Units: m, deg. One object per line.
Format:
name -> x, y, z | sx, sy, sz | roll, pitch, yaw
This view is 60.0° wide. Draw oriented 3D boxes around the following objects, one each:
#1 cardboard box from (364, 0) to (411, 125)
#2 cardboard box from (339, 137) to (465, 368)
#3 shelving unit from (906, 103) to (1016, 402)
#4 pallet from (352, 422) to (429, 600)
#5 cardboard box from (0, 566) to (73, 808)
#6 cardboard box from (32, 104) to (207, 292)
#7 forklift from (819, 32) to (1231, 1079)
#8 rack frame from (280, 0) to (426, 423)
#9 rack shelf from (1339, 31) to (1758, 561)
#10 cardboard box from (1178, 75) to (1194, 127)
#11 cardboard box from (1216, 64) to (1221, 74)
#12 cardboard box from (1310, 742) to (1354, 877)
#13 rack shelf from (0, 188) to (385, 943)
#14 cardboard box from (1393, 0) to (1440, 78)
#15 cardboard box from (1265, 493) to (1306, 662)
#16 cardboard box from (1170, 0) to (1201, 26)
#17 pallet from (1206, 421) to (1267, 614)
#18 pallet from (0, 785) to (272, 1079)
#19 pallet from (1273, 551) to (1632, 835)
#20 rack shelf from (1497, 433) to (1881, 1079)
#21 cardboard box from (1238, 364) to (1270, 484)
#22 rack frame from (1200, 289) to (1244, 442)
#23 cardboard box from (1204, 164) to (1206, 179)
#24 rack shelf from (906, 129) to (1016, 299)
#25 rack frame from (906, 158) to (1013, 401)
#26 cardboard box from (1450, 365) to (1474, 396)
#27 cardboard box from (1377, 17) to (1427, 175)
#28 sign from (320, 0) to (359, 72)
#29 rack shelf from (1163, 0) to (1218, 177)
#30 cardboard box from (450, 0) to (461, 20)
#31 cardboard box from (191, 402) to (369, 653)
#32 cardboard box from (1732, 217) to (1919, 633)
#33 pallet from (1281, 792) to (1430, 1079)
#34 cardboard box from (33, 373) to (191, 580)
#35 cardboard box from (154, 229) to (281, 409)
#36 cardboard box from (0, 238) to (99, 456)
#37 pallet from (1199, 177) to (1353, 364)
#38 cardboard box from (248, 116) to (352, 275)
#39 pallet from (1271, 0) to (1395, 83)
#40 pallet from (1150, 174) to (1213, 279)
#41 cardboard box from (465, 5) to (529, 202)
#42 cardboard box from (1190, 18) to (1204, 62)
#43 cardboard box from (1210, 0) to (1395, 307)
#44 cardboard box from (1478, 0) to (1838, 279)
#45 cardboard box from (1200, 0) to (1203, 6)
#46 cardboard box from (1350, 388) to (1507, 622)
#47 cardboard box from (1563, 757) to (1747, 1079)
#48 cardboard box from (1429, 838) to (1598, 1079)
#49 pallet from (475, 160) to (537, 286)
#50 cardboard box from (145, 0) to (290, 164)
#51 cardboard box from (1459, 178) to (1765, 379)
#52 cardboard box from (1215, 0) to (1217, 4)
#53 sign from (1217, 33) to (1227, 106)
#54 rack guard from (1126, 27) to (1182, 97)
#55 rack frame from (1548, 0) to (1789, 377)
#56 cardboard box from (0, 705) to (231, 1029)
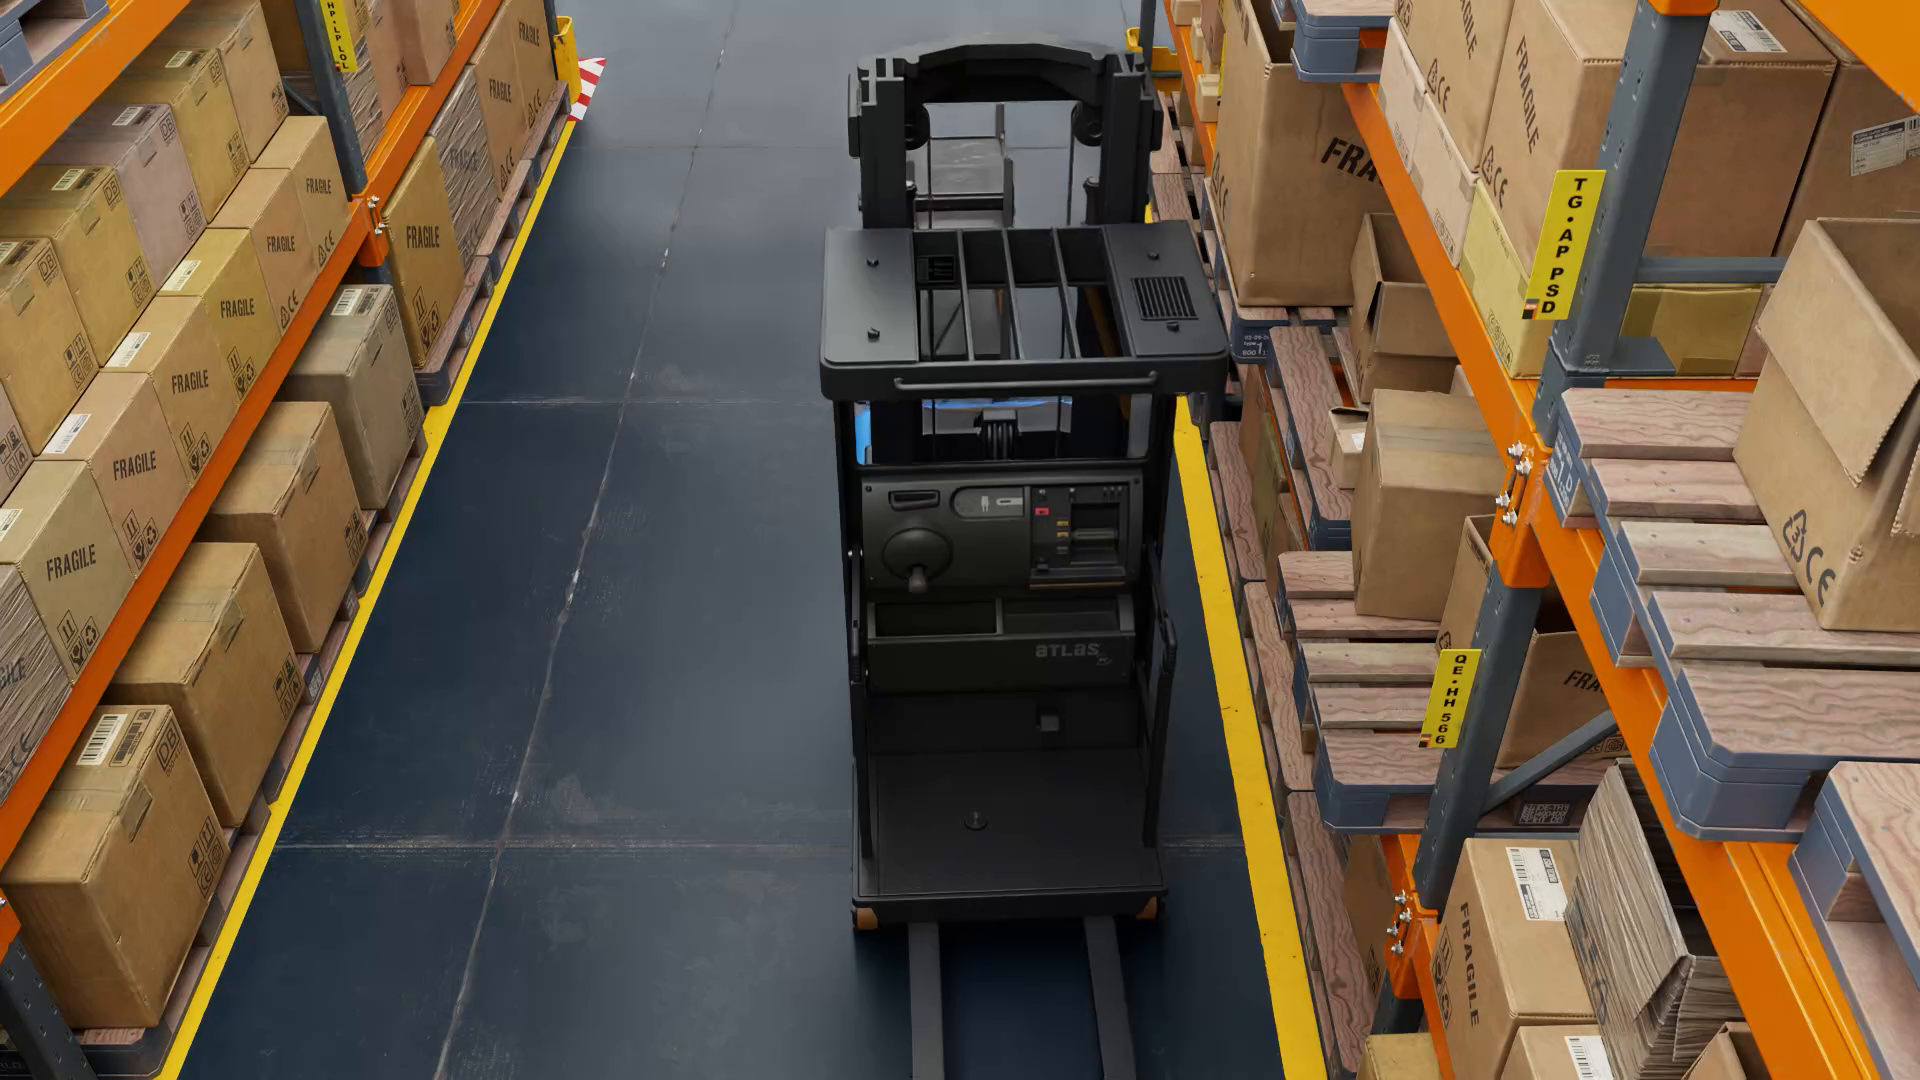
cardboard box -> -3.276, -2.394, 8.219 | 0.875, 0.550, 0.550 | 0, 39, 0
cardboard box -> -3.171, -1.489, 8.573 | 0.875, 0.875, 0.875 | 1, 39, 1
shelving unit -> -0.014, -0.736, 6.989 | 0.431, 2.100, 0.503 | -2, 39, -2
pallet -> -3.164, -0.190, 7.819 | 1.003, 0.211, 1.213 | 0, 39, 0
cardboard box -> -2.966, 0.420, 4.747 | 0.500, 0.500, 0.500 | 0, 39, 0
cardboard box -> -3.231, -1.242, 6.022 | 0.700, 0.500, 0.500 | 0, 39, 0
forklift -> 0.154, 0.049, 5.345 | 1.130, 2.935, 3.031 | -2, 39, -2
rack frame -> -3.240, -1.761, 7.549 | 1.000, 3.000, 0.127 | 0, 39, 0
rack shelf -> 1.722, -1.340, 5.201 | 1.077, 0.370, 4.000 | 0, 39, 0
cardboard box -> 1.699, -3.001, 10.759 | 0.500, 0.500, 0.500 | 7, 39, 8
cardboard box -> 1.514, -2.363, 8.501 | 0.380, 0.149, 0.250 | 0, 39, 0
cardboard box -> 1.690, 0.838, 5.953 | 0.700, 0.500, 0.500 | -3, 39, -4
rack shelf -> -3.238, -0.230, 6.213 | 1.077, 0.370, 4.000 | 0, 39, 0
cardboard box -> 1.477, -1.533, 4.386 | 0.500, 0.500, 0.500 | 1, 39, 1
cardboard box -> 1.682, 0.135, 6.831 | 0.700, 0.500, 0.500 | -3, 39, -4
cardboard box -> 1.382, -2.988, 9.281 | 0.380, 0.149, 0.250 | 0, 39, 0
pallet -> 1.722, -0.126, 7.739 | 1.003, 0.211, 1.213 | 0, 39, 0
pallet -> -3.161, 1.336, 5.915 | 1.003, 0.211, 1.213 | 0, 39, 0
pallet -> 1.617, 0.429, 4.969 | 1.213, 0.211, 1.003 | 0, 39, 0
rack shelf -> 1.727, 1.161, 2.079 | 1.077, 0.370, 4.000 | 0, 39, 0
cardboard box -> 1.699, -0.514, 7.639 | 0.700, 0.500, 0.500 | -3, 39, -4
rack frame -> 1.720, -1.701, 7.474 | 1.000, 3.000, 0.127 | 0, 39, 0
cardboard box -> 1.716, -2.235, 9.804 | 0.500, 0.500, 0.500 | 3, 39, 4
rack shelf -> -0.014, -1.271, 6.560 | 0.431, 0.518, 0.480 | -2, 39, -2
rack frame -> -0.003, -0.583, 6.799 | 0.400, 2.100, 0.015 | -2, 39, -2
cardboard box -> 1.952, -0.354, 5.577 | 0.500, 0.250, 0.500 | -1, 39, -1
cardboard box -> 1.467, -1.233, 4.612 | 0.500, 0.250, 0.500 | 1, 39, 1
sign -> -2.698, -2.188, 7.220 | 0.100, 0.325, 0.005 | 0, 39, 0
rack shelf -> 1.717, -2.671, 9.260 | 1.077, 0.370, 4.000 | 0, 39, 0
cardboard box -> -3.260, -3.063, 9.054 | 0.875, 0.550, 0.500 | 0, 39, 0
cardboard box -> -3.152, -0.056, 6.884 | 1.050, 0.750, 0.750 | 0, 39, 0
cardboard box -> 1.797, -0.193, 2.775 | 0.797, 0.503, 0.637 | 2, 39, 3
pallet -> 1.725, 1.400, 5.835 | 1.003, 0.211, 1.213 | 0, 39, 0
cardboard box -> -2.970, -0.213, 5.537 | 0.500, 0.500, 0.500 | 0, 39, 0
cardboard box -> -2.971, -0.842, 6.322 | 0.500, 0.500, 0.500 | 0, 39, 0
cardboard box -> -3.231, -0.607, 5.229 | 0.700, 0.500, 0.500 | -1, 39, -1
pallet -> 1.575, -1.148, 6.938 | 1.003, 0.211, 1.213 | 0, 39, 0
cardboard box -> -2.972, -1.474, 7.111 | 0.500, 0.500, 0.500 | 0, 39, 0
pallet -> 1.618, -1.764, 5.304 | 1.213, 0.211, 1.003 | 0, 39, 0
pallet -> 1.679, -1.798, 9.825 | 1.003, 0.211, 1.213 | 0, 39, 0
cardboard box -> -3.175, -2.623, 9.988 | 0.875, 0.875, 0.875 | -1, 39, -1
cardboard box -> 1.438, -2.676, 8.891 | 0.380, 0.149, 0.250 | 0, 39, 0
cardboard box -> 1.581, -1.602, 6.535 | 1.000, 1.000, 1.000 | 0, 39, 0
cardboard box -> 1.474, -0.903, 3.599 | 0.500, 0.500, 0.500 | 1, 39, 1
cardboard box -> 1.755, -3.076, 8.872 | 0.875, 0.500, 0.500 | 0, 39, 0
cardboard box -> 1.583, -0.090, 5.047 | 0.700, 0.500, 0.500 | 5, 39, 7
cardboard box -> 1.709, 0.827, 3.437 | 0.797, 0.503, 0.637 | 1, 39, 1
cardboard box -> 1.453, 1.065, 3.942 | 0.500, 0.500, 0.500 | 1, 39, 1
pallet -> -3.167, -1.913, 9.969 | 1.003, 0.211, 1.213 | 0, 39, 0
cardboard box -> -3.234, -1.880, 6.817 | 0.700, 0.500, 0.500 | -1, 39, -1
cardboard box -> 1.478, -0.609, 3.833 | 0.500, 0.250, 0.500 | 0, 39, 0
cardboard box -> 1.442, -2.840, 7.778 | 0.500, 0.500, 0.500 | 0, 39, 0
sign -> 1.177, -2.034, 7.197 | 0.100, 0.325, 0.005 | 0, 39, 0
rack guard -> 1.715, -3.180, 11.318 | 1.175, 0.500, 0.348 | 0, 39, 0
rack frame -> 1.724, -1.541, 2.477 | 1.000, 3.000, 0.127 | 0, 39, 0
cardboard box -> -3.146, 1.074, 5.475 | 1.050, 0.750, 0.750 | -1, 39, -1
